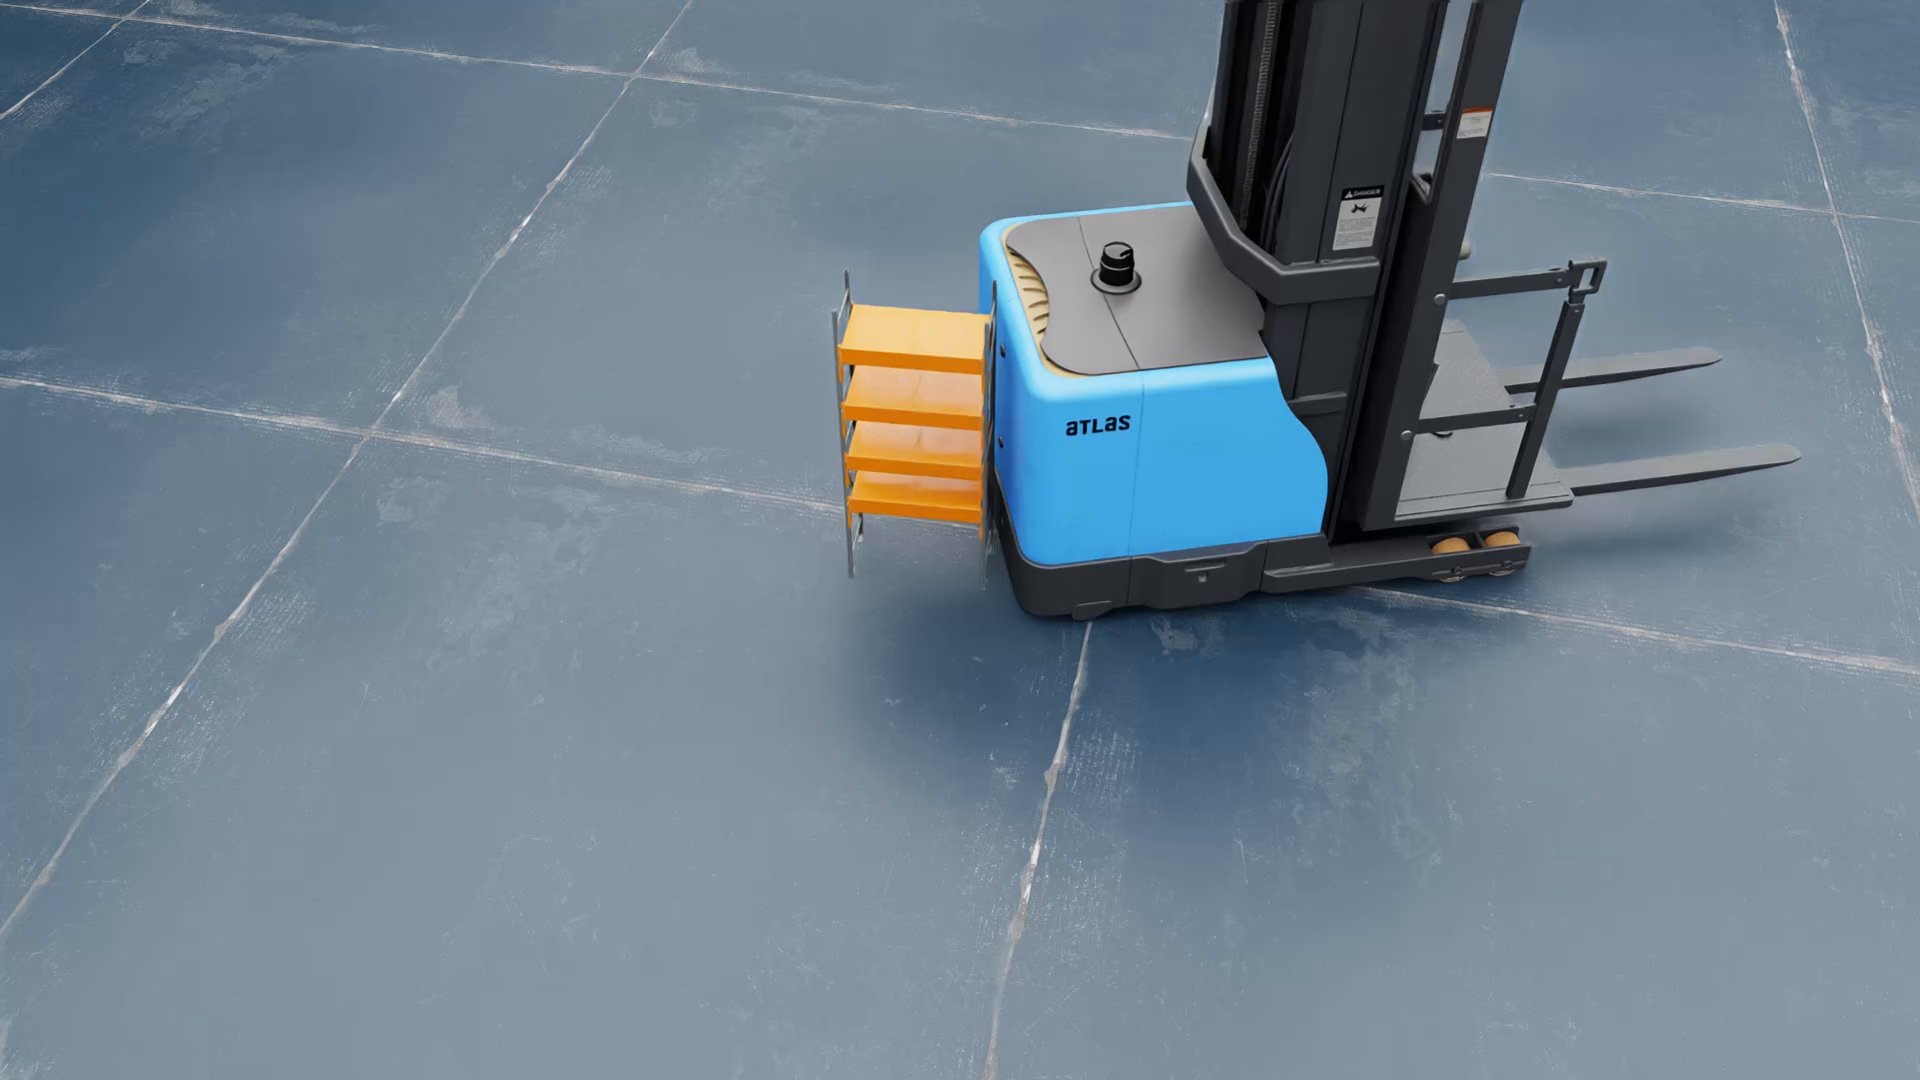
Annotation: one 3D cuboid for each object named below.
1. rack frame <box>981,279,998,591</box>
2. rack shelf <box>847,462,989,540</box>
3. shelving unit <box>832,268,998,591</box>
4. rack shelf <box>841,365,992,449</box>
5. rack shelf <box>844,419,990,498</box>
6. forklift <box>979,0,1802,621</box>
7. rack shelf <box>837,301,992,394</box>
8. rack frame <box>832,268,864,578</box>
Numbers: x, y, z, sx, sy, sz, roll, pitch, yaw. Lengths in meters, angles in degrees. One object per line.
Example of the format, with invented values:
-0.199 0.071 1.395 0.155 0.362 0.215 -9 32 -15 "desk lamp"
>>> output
0.099 -0.331 5.728 0.015 1.200 0.240 5 44 5 "rack frame"
-0.143 -0.161 5.936 0.480 0.148 0.258 5 44 5 "rack shelf"
-0.143 -0.353 5.751 0.503 1.200 0.258 5 44 5 "shelving unit"
-0.143 -0.465 5.643 0.480 0.148 0.258 5 44 5 "rack shelf"
-0.143 -0.304 5.798 0.480 0.148 0.258 5 44 5 "rack shelf"
1.621 -1.259 5.444 3.031 2.935 1.130 -7 44 -7 "forklift"
-0.143 -0.636 5.479 0.480 0.148 0.258 5 44 5 "rack shelf"
-0.385 -0.375 5.774 0.015 1.200 0.240 5 44 5 "rack frame"
